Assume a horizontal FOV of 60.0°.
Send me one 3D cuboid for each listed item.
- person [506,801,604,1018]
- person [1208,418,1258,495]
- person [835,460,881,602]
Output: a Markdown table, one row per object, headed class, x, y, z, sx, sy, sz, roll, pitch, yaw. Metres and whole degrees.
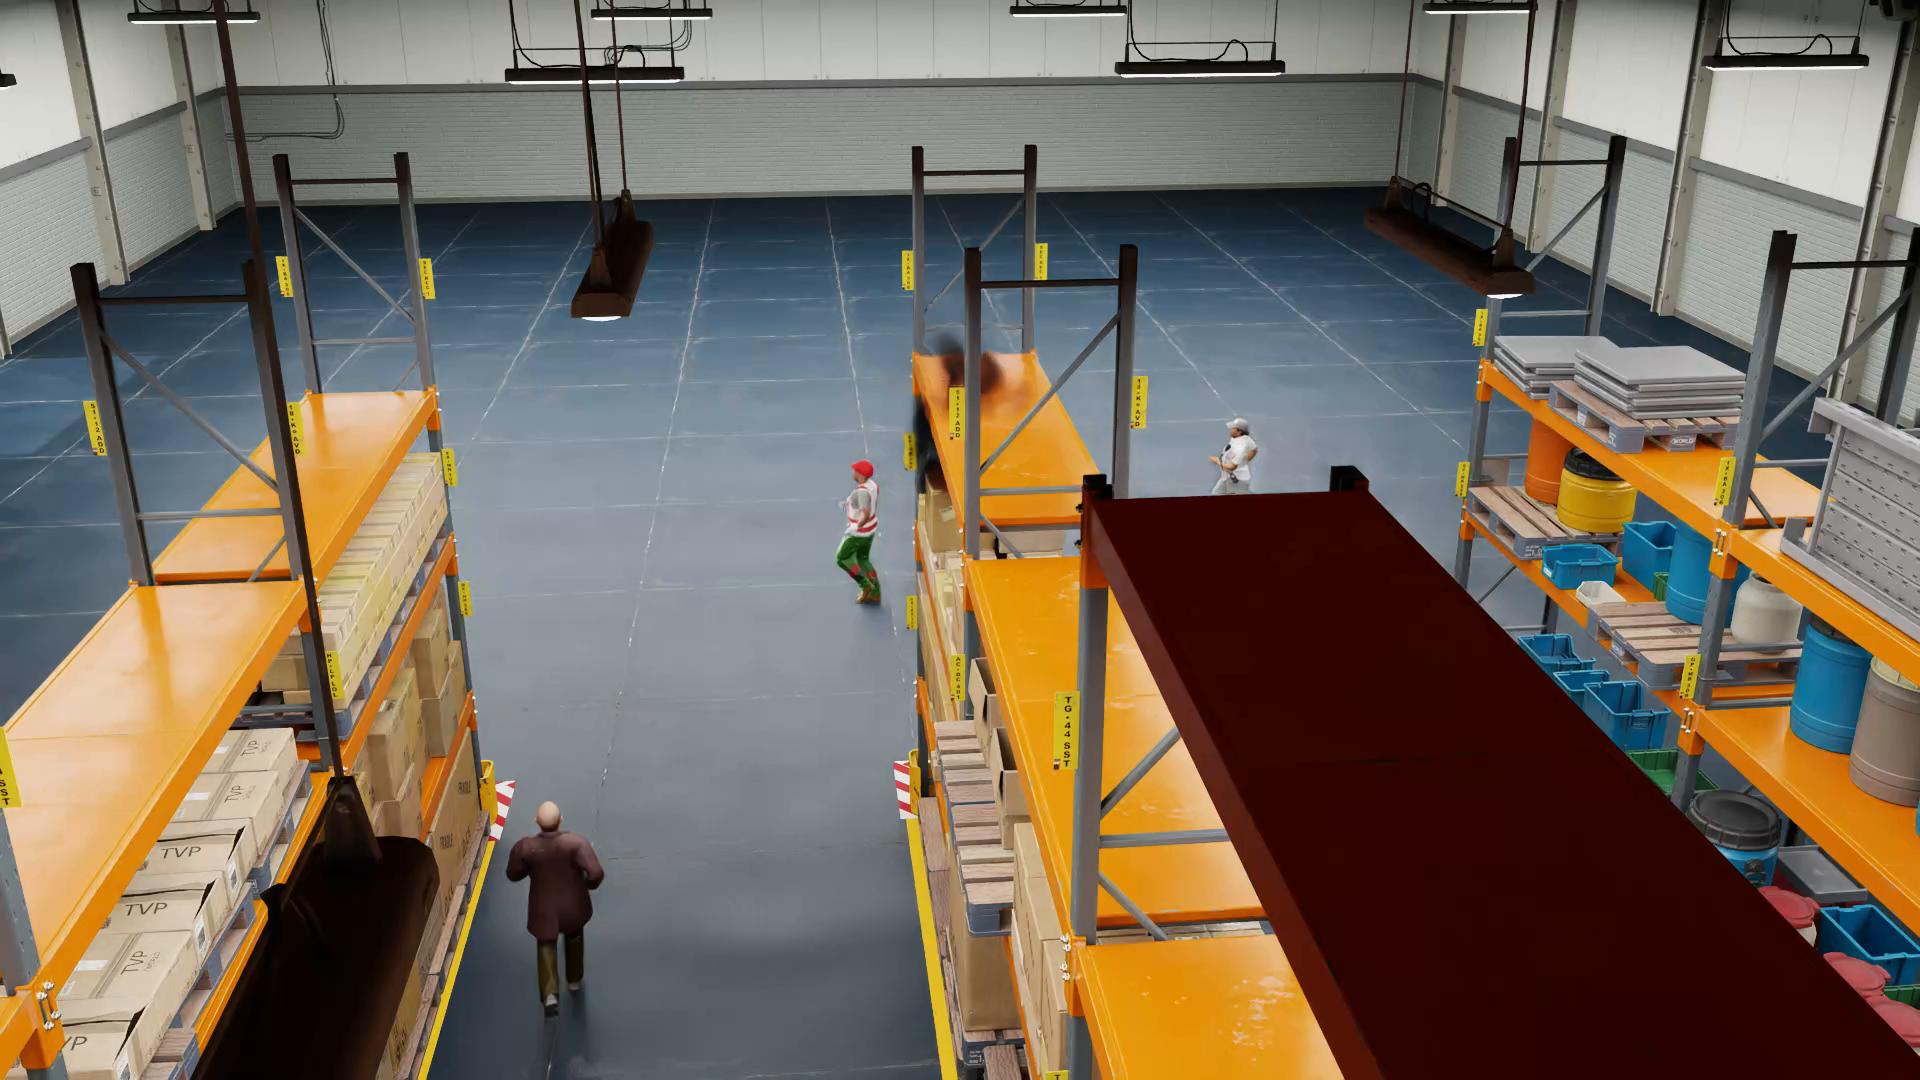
| class | x | y | z | sx | sy | sz | roll | pitch | yaw |
| --- | --- | --- | --- | --- | --- | --- | --- | --- | --- |
| person | -2.985 | 2.714 | 12.389 | 0.719 | 1.752 | 0.980 | -4 | 22 | -9 |
| person | 3.516 | -0.740 | 21.286 | 0.706 | 1.715 | 0.574 | 2 | 22 | 6 |
| person | -1.216 | -0.112 | 19.511 | 0.604 | 1.750 | 0.640 | 9 | 23 | 21 |
